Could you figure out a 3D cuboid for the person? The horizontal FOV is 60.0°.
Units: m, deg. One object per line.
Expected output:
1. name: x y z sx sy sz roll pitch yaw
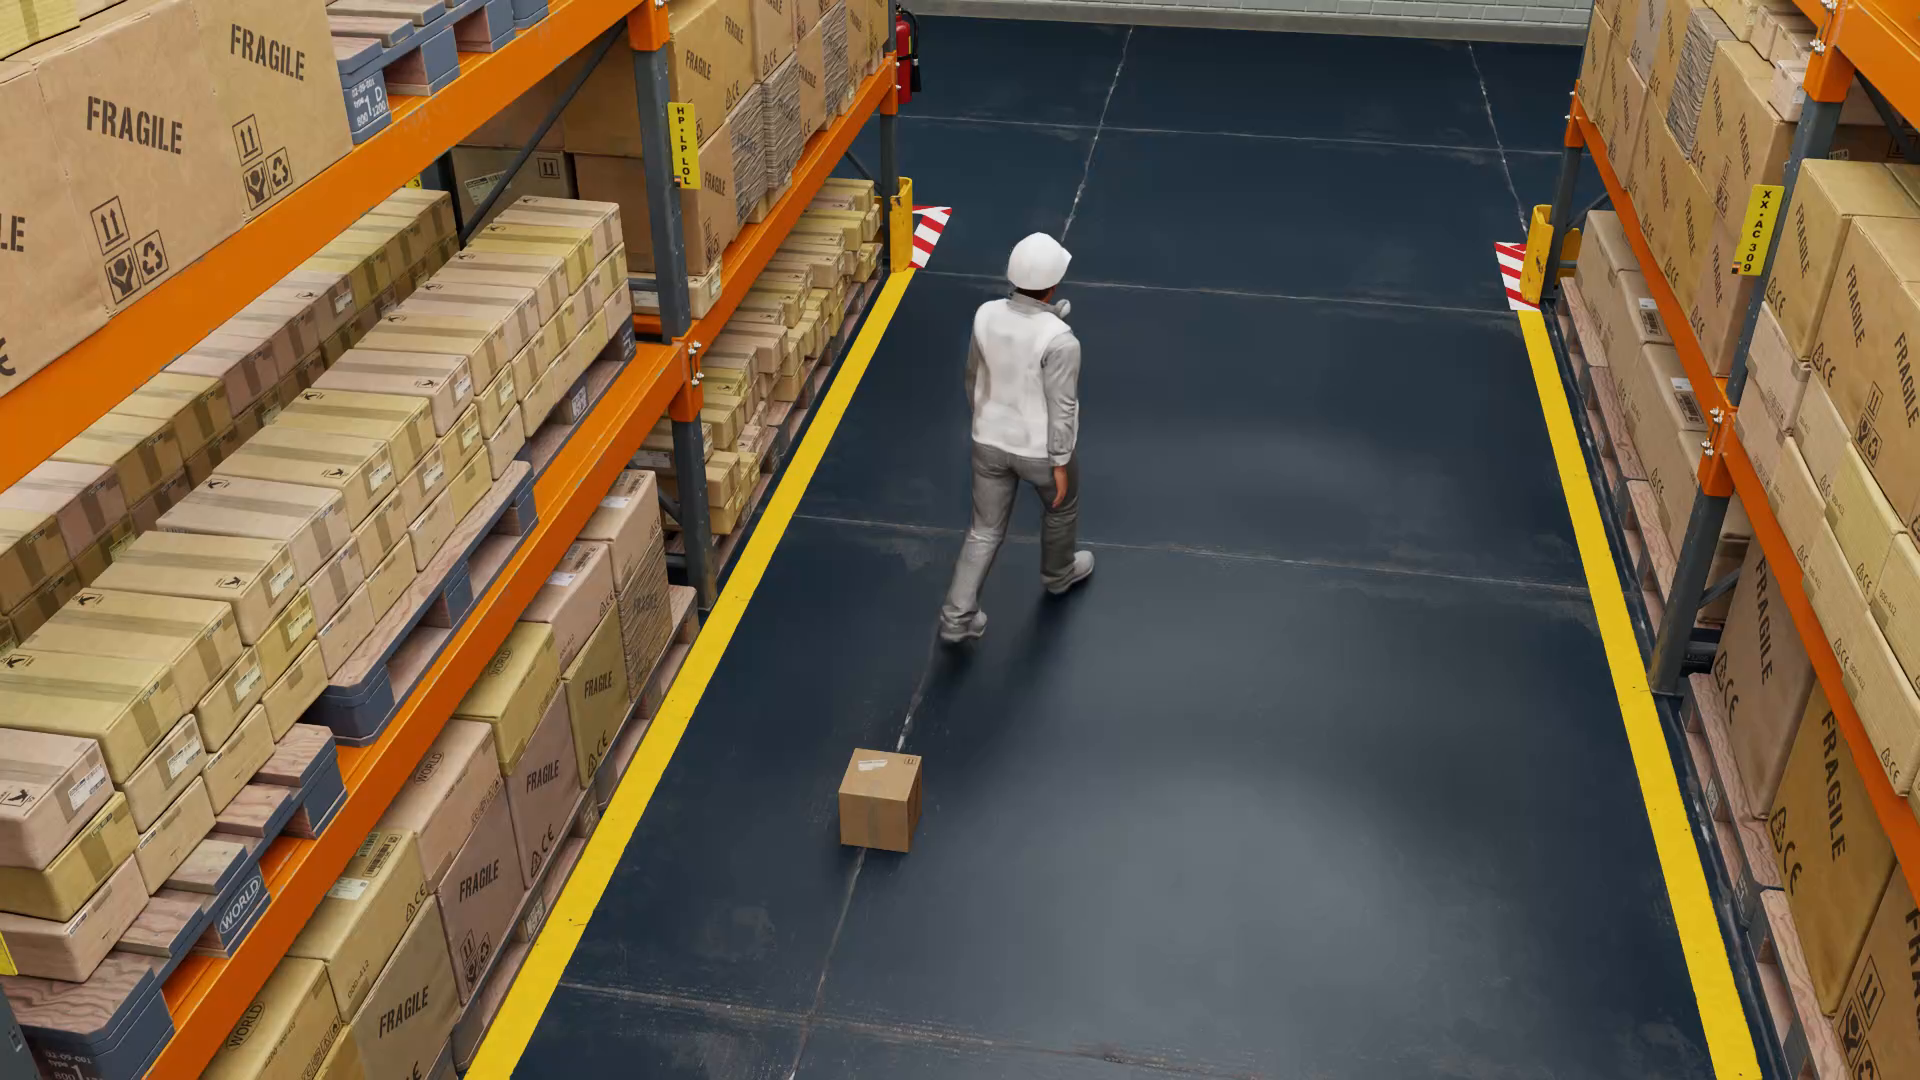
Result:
1. person: 0.233 -0.412 6.779 0.554 1.735 1.012 18 36 26
